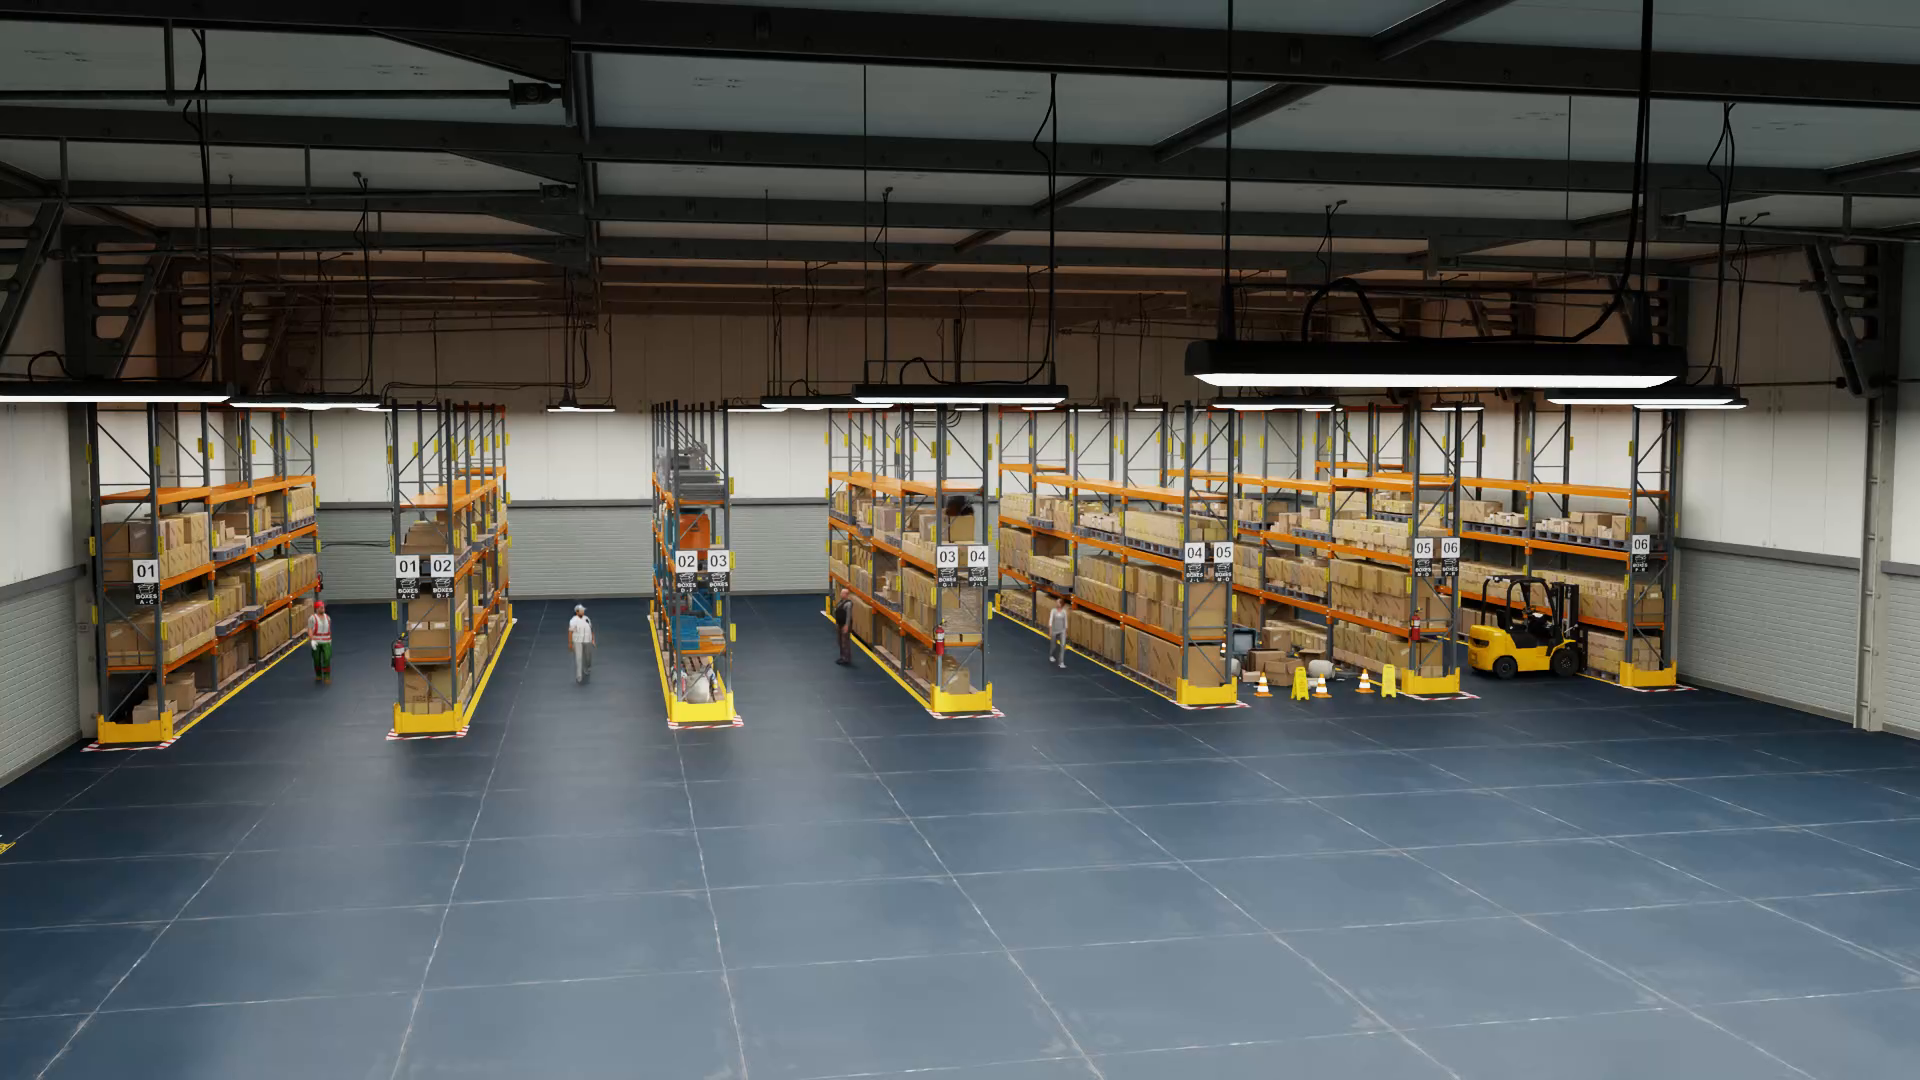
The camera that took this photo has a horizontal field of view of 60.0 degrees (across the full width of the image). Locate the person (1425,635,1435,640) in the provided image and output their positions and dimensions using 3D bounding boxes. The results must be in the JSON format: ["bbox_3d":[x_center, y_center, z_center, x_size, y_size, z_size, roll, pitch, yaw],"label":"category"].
[{"bbox_3d":[10.894,2.008,38.536,0.428,1.651,0.509,1,4,13],"label":"person"}]

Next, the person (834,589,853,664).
[{"bbox_3d":[-2.712,1.988,38.241,0.410,1.750,0.617,-2,5,-30],"label":"person"}]

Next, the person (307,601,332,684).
[{"bbox_3d":[-13.558,2.168,35.207,0.479,1.729,1.019,-2,5,-21],"label":"person"}]

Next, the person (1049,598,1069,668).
[{"bbox_3d":[2.230,2.094,37.789,0.479,1.535,0.828,-1,4,-7],"label":"person"}]

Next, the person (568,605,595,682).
[{"bbox_3d":[-8.173,2.206,35.908,0.552,1.612,0.932,-1,5,-18],"label":"person"}]
